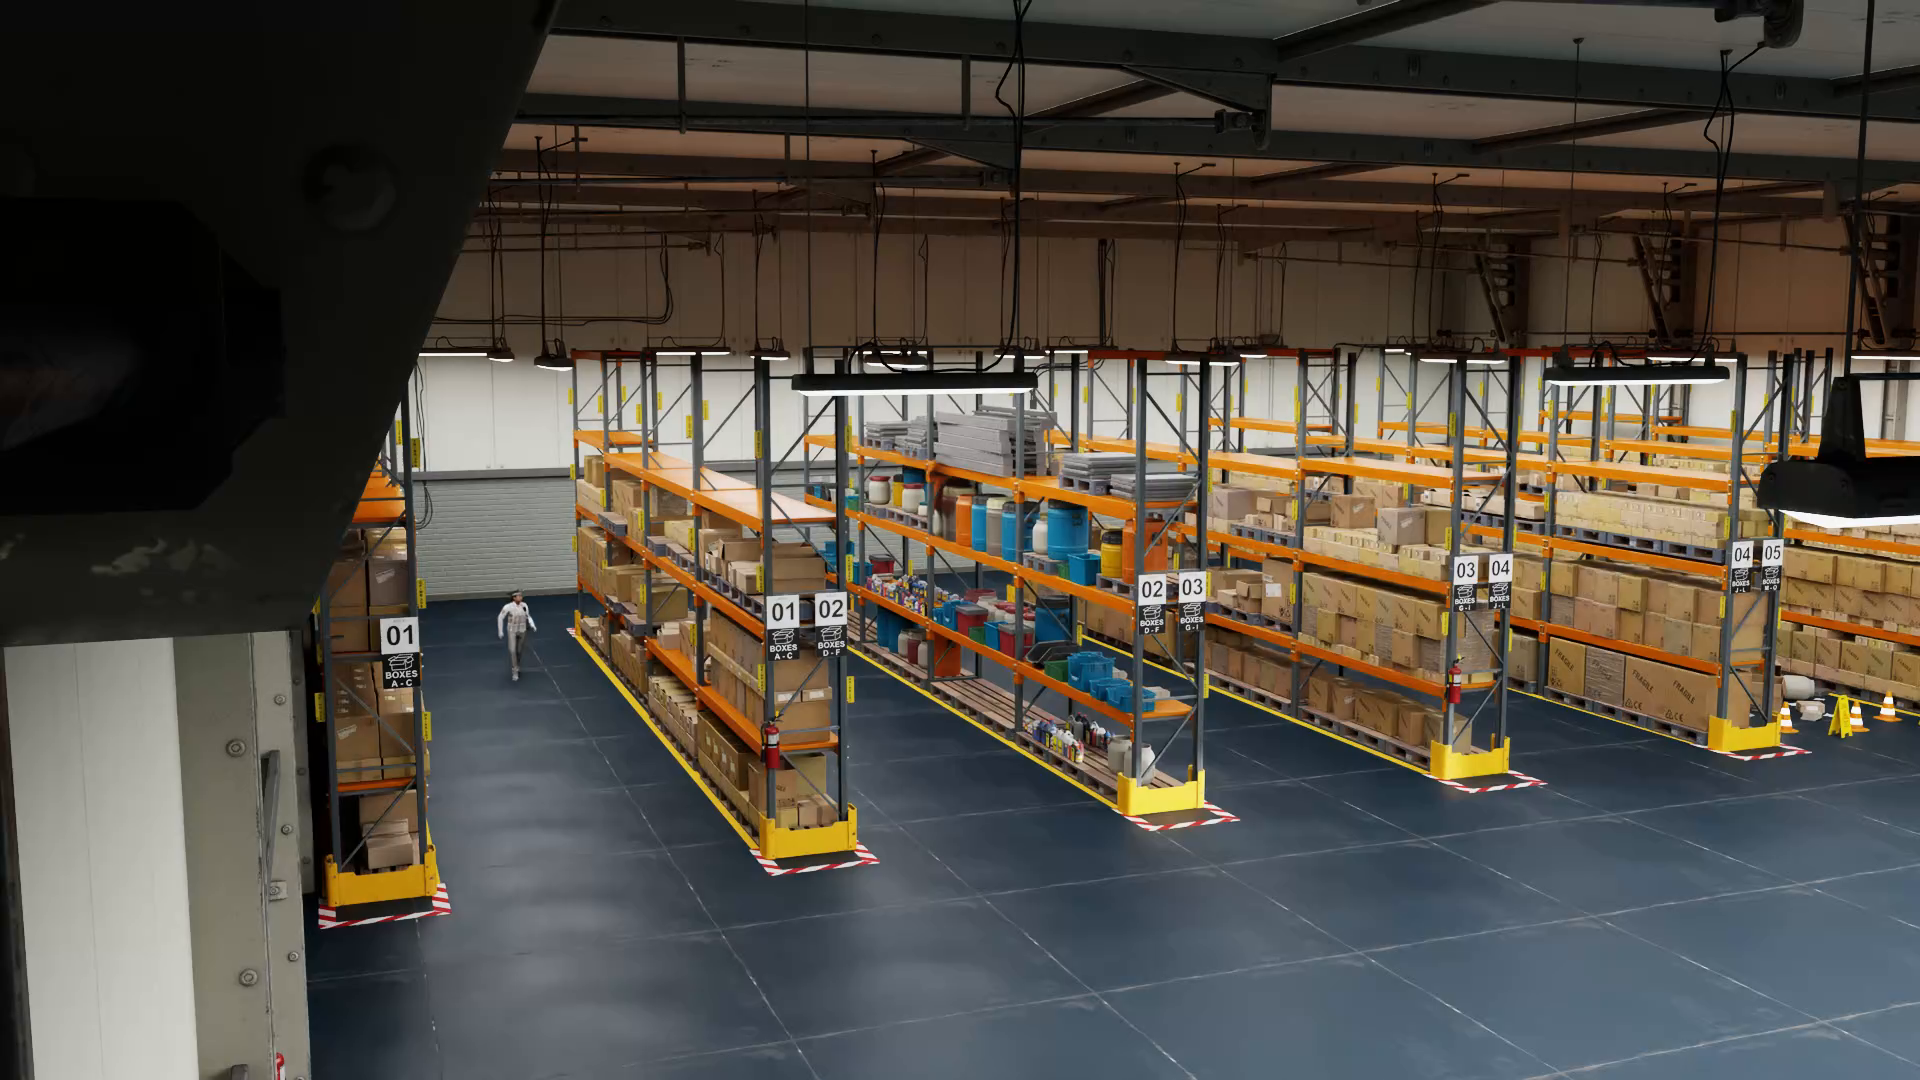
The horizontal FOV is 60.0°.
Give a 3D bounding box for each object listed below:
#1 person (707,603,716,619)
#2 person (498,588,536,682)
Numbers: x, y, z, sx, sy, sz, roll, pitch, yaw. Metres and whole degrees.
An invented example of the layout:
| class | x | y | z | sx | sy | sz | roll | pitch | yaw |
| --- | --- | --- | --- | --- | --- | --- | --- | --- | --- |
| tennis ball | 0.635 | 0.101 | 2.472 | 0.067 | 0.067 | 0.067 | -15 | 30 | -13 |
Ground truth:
| class | x | y | z | sx | sy | sz | roll | pitch | yaw |
| --- | --- | --- | --- | --- | --- | --- | --- | --- | --- |
| person | -4.575 | 1.640 | 31.496 | 0.478 | 1.548 | 0.796 | -3 | 8 | -25 |
| person | -8.182 | 1.712 | 30.701 | 0.654 | 1.672 | 0.948 | -3 | 8 | -21 |
